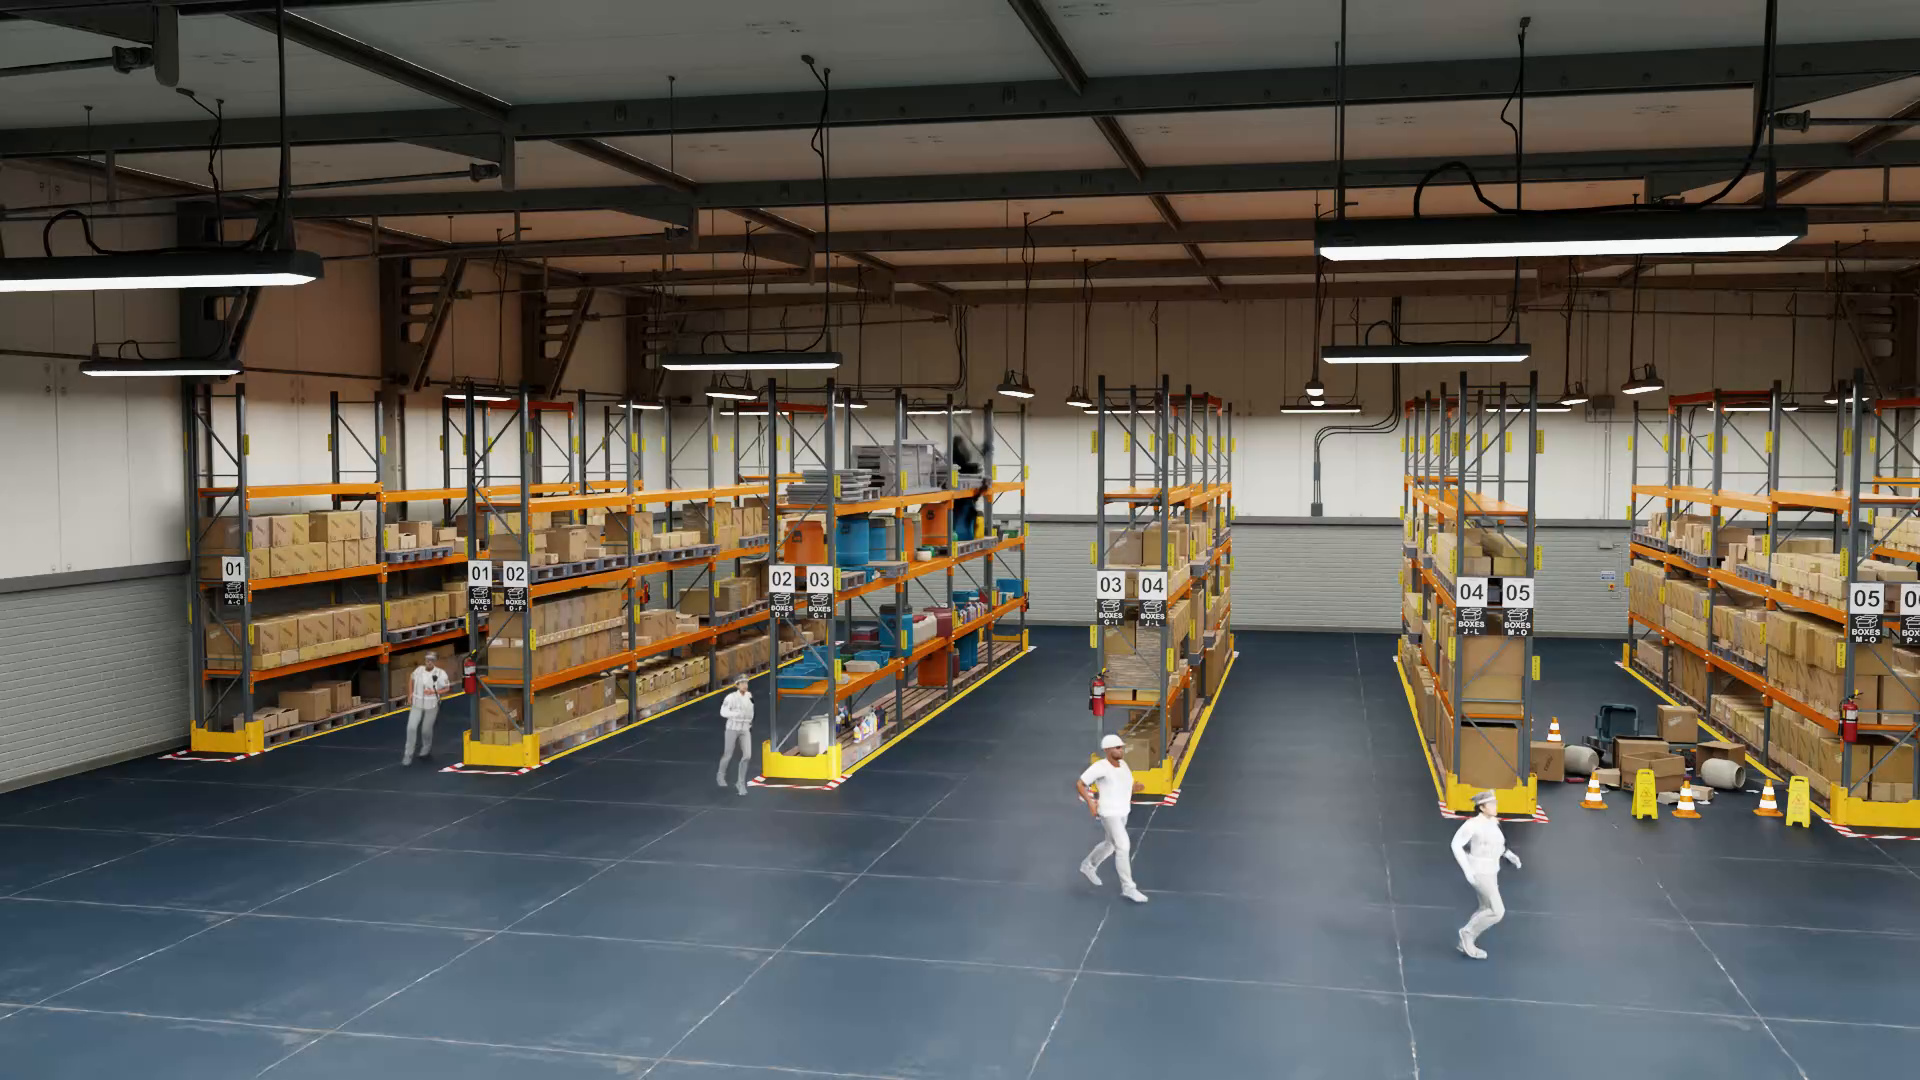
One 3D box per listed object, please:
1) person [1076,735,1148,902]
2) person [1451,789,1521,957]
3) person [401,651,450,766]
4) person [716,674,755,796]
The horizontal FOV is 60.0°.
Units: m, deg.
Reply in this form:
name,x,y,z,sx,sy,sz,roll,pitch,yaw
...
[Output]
name,x,y,z,sx,sy,sz,roll,pitch,yaw
person,1.703,3.037,18.404,0.959,1.772,0.693,2,4,37
person,5.131,3.244,16.162,0.567,1.655,0.623,3,4,41
person,-8.430,2.641,26.369,0.699,1.794,0.888,0,3,-5
person,-3.203,2.788,24.037,0.614,1.749,0.733,-2,4,-32
